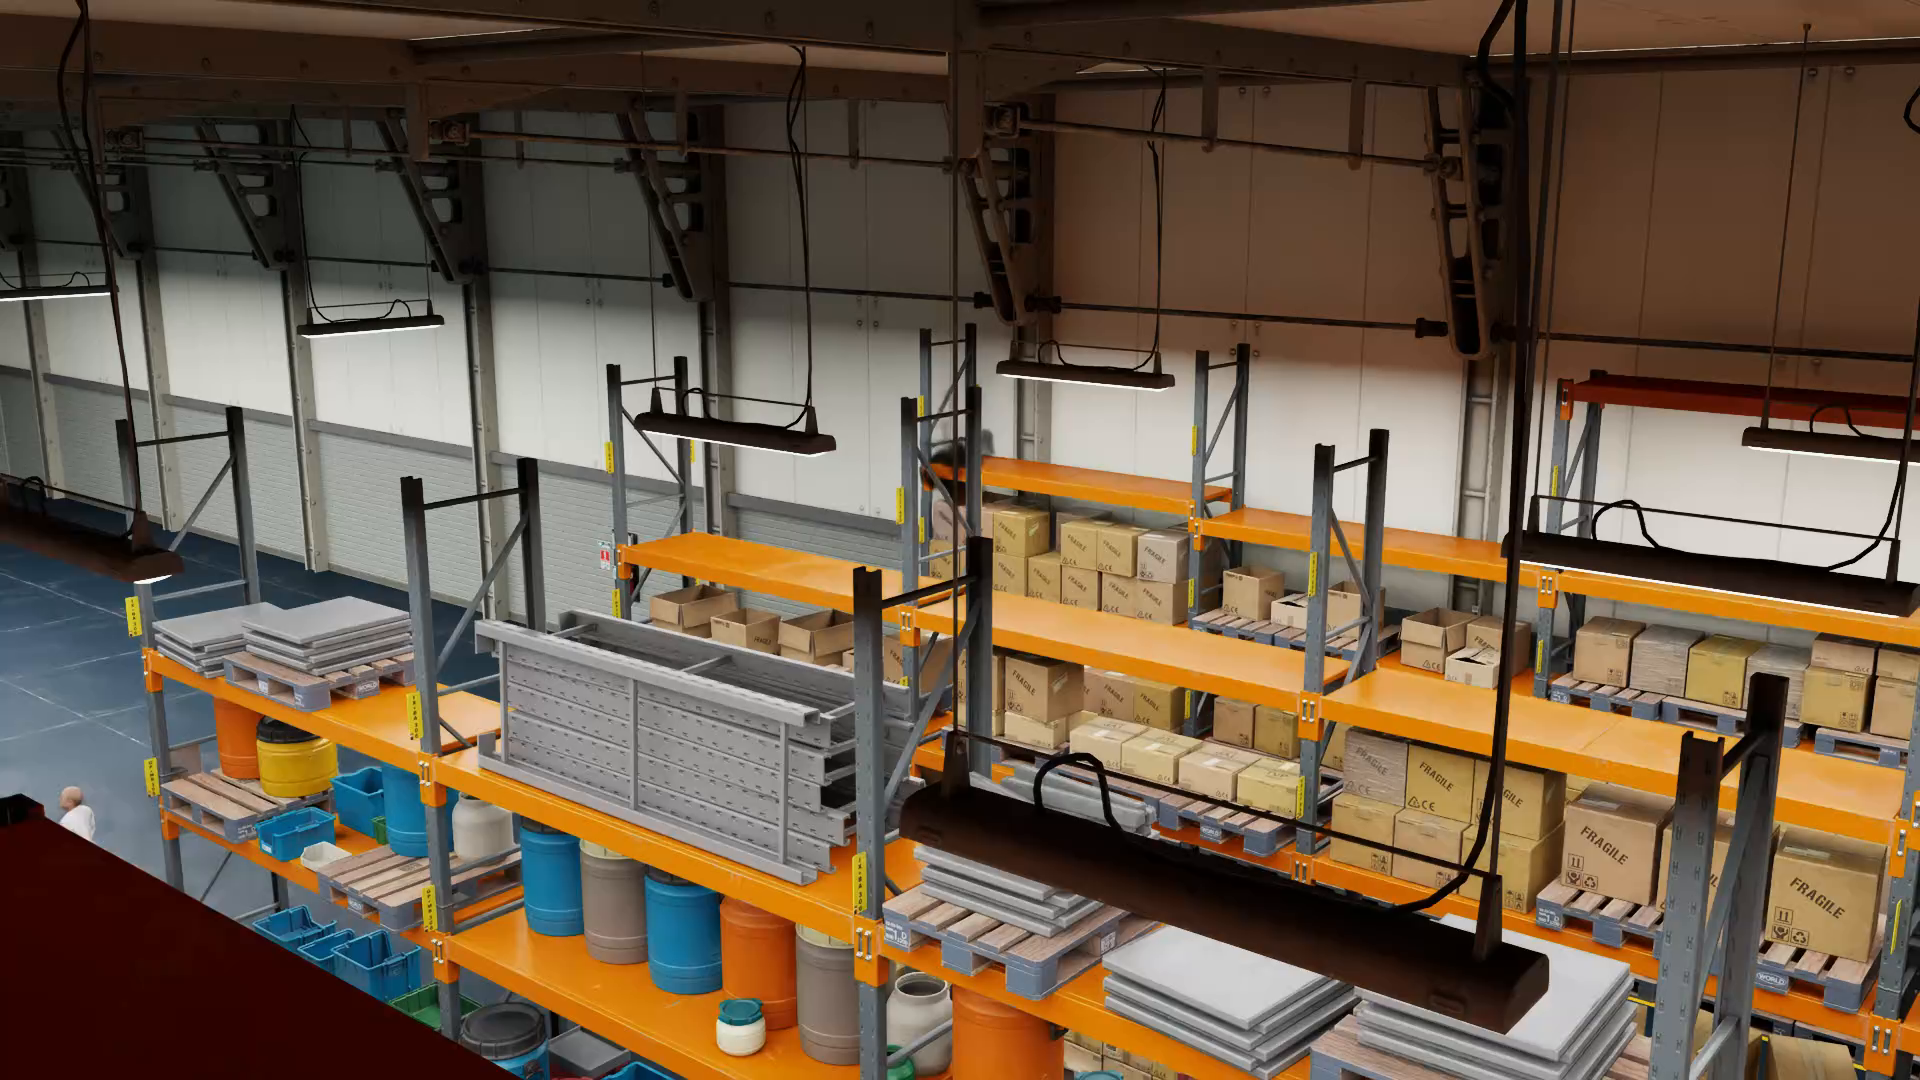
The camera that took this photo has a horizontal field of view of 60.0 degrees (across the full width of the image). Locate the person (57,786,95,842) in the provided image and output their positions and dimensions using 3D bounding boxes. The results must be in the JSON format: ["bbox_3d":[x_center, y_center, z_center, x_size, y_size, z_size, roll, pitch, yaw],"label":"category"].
[{"bbox_3d":[-9.141,3.400,17.292,0.600,1.744,0.711,-4,13,-19],"label":"person"}]
